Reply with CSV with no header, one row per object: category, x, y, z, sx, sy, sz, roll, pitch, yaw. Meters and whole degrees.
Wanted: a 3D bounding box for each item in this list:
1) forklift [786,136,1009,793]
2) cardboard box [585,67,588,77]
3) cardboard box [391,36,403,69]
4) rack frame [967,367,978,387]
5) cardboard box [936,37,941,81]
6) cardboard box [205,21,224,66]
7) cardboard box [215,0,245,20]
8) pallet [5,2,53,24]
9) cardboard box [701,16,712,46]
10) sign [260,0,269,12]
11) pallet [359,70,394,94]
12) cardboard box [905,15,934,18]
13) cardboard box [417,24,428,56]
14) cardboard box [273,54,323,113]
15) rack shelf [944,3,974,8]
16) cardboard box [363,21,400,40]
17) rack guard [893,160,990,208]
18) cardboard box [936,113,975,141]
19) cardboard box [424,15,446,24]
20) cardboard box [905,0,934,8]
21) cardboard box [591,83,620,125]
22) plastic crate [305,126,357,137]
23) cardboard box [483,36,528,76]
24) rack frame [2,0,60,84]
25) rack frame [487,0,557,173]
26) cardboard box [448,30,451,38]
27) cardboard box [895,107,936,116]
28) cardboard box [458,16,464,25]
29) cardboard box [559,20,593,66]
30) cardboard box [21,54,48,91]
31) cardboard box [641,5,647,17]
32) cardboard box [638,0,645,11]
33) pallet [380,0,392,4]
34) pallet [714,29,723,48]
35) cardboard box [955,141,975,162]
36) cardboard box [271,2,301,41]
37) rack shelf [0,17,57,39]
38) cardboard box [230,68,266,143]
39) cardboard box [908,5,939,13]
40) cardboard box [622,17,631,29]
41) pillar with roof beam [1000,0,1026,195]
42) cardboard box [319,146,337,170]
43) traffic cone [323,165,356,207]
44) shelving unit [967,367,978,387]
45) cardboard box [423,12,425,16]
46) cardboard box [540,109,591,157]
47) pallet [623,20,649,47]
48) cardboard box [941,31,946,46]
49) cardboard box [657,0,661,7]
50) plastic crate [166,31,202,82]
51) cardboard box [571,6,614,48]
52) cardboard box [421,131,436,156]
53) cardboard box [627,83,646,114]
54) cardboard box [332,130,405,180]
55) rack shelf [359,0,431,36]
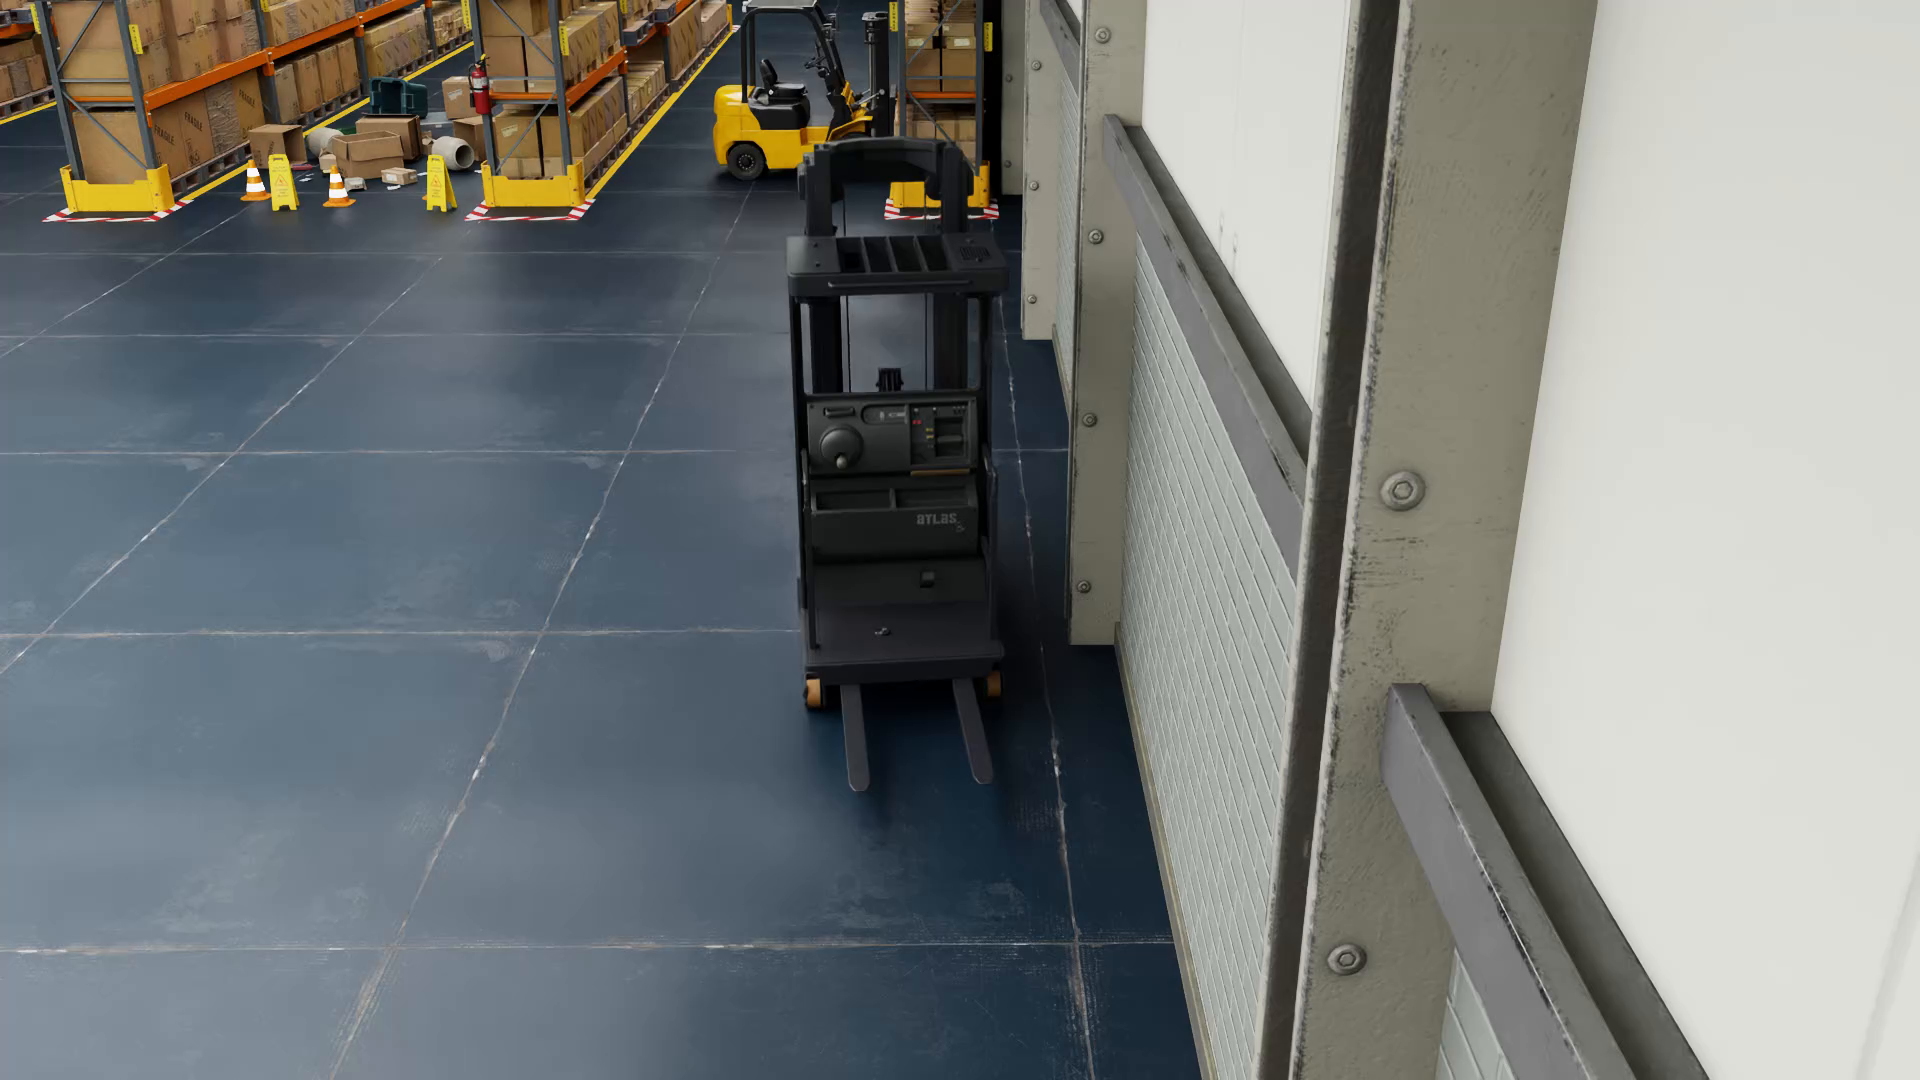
forklift,-13.538,-7.102,23.395,23.922,2.935,37.485,-3,24,-6
cardboard box,-4.921,-5.909,20.980,0.380,0.149,0.250,0,24,1
cardboard box,-10.000,-8.454,28.826,0.500,0.500,0.500,-1,24,-2
rack frame,-0.001,-0.578,11.073,0.240,1.200,0.006,0,24,-1
cardboard box,-0.493,-5.942,20.628,0.500,0.500,0.500,0,24,1
cardboard box,-10.252,-6.509,21.819,0.875,0.550,0.550,0,24,-1
cardboard box,-10.093,-7.224,22.090,0.875,0.550,0.550,0,24,-1
pallet,-15.075,-8.329,26.259,1.213,0.211,1.003,0,24,-1
cardboard box,-5.223,-9.686,31.625,0.875,0.438,0.875,-1,24,-1
sign,-9.673,-9.800,26.332,0.100,1.808,8.007,0,24,-1
pallet,-10.235,-7.742,28.111,1.003,0.211,1.213,0,24,-1
cardboard box,-0.507,-6.314,20.301,0.380,0.149,0.250,0,24,1
cardboard box,-10.012,-9.087,30.226,0.500,0.500,0.500,-1,24,-2
cardboard box,-10.288,-6.861,25.001,1.050,0.750,0.750,0,24,-1
rack shelf,-15.246,-9.934,27.422,30.704,0.877,13.980,0,24,-1
cardboard box,-9.992,-8.782,28.642,0.500,0.250,0.500,0,24,0
rack guard,-0.229,-4.333,20.223,1.175,0.500,0.348,0,24,-1
cardboard box,-0.045,-5.074,20.444,0.500,0.250,0.500,-1,24,-1
cardboard box,-10.090,-9.970,31.882,0.380,0.149,0.250,-1,24,-2
cardboard box,-0.531,-7.048,21.924,0.380,0.149,0.250,-1,24,-1
cardboard box,-4.954,-5.934,22.647,0.500,0.500,0.500,0,24,0
plastic crate,-8.873,-5.721,23.602,0.450,0.188,0.662,3,22,31
cardboard box,-5.474,-5.861,20.087,0.500,0.500,0.500,-1,24,-1
rack frame,-15.189,-8.710,26.867,1.000,3.000,0.127,0,24,-1
rack frame,-5.189,-5.458,19.677,0.949,2.616,0.053,0,24,-1
cardboard box,-10.103,-9.809,32.249,0.380,0.149,0.250,-1,24,-3
cardboard box,-0.557,-5.274,20.885,0.500,0.250,0.500,0,24,0
cardboard box,-10.014,-10.265,32.896,0.380,0.149,0.250,1,24,2
cardboard box,-4.936,-6.259,20.966,0.500,0.500,0.500,-1,24,-2
cardboard box,-15.162,-7.495,26.681,0.700,0.500,0.500,-2,24,-3
cardboard box,-4.913,-7.949,24.981,0.380,0.149,0.250,1,24,1
cardboard box,-4.952,-8.083,24.490,0.500,0.500,0.500,0,24,-1
pallet,-10.291,-9.418,28.667,1.003,0.211,1.213,0,24,-1
pallet,-5.270,-9.949,32.993,1.003,0.211,1.213,0,24,-1
cardboard box,-0.027,-4.842,20.537,0.500,0.250,0.500,0,24,0
cardboard box,-9.928,-7.513,24.101,0.500,0.500,0.500,0,24,0
rack shelf,-15.167,-7.558,25.193,1.077,0.370,4.000,0,24,-1
cardboard box,-10.248,-6.006,22.958,0.875,0.875,0.875,0,24,0
cardboard box,-0.466,-6.737,21.236,0.380,0.149,0.250,0,24,0
cardboard box,-4.926,-7.412,23.793,0.380,0.149,0.250,0,24,0
pillar with roof beam,-3.640,-8.487,19.094,9.100,9.000,0.400,0,24,-1
cardboard box,-8.324,-5.096,22.196,0.396,0.266,0.258,4,25,9
traffic cone,-7.593,-4.328,20.258,0.336,0.463,0.334,0,24,-1
shelving unit,-2.865,-5.278,20.735,5.752,1.800,21.905,0,24,-1
cardboard box,-10.624,-10.184,32.356,0.380,0.149,0.250,-1,24,-2
cardboard box,-4.926,-5.081,20.762,0.500,0.500,0.500,-1,24,-2
pallet,-5.099,-7.334,24.059,1.003,0.211,1.213,0,24,-1
cardboard box,-0.040,-6.065,20.111,0.380,0.149,0.250,0,24,-1
cardboard box,-4.918,-8.483,26.162,0.380,0.149,0.250,0,24,-1
plastic crate,-14.729,-6.740,21.012,10.126,1.636,1.488,0,24,-1
cardboard box,-4.970,-6.893,22.368,0.500,0.500,0.500,1,24,1
cardboard box,-7.373,-5.515,23.121,0.258,0.266,0.396,-19,31,-36
cardboard box,-5.256,-6.612,24.909,0.950,0.372,0.625,1,24,3
cardboard box,-7.743,-5.033,21.767,0.797,0.503,0.637,-19,31,-36
rack shelf,-10.250,-9.187,28.795,1.077,0.370,4.000,0,24,-1
